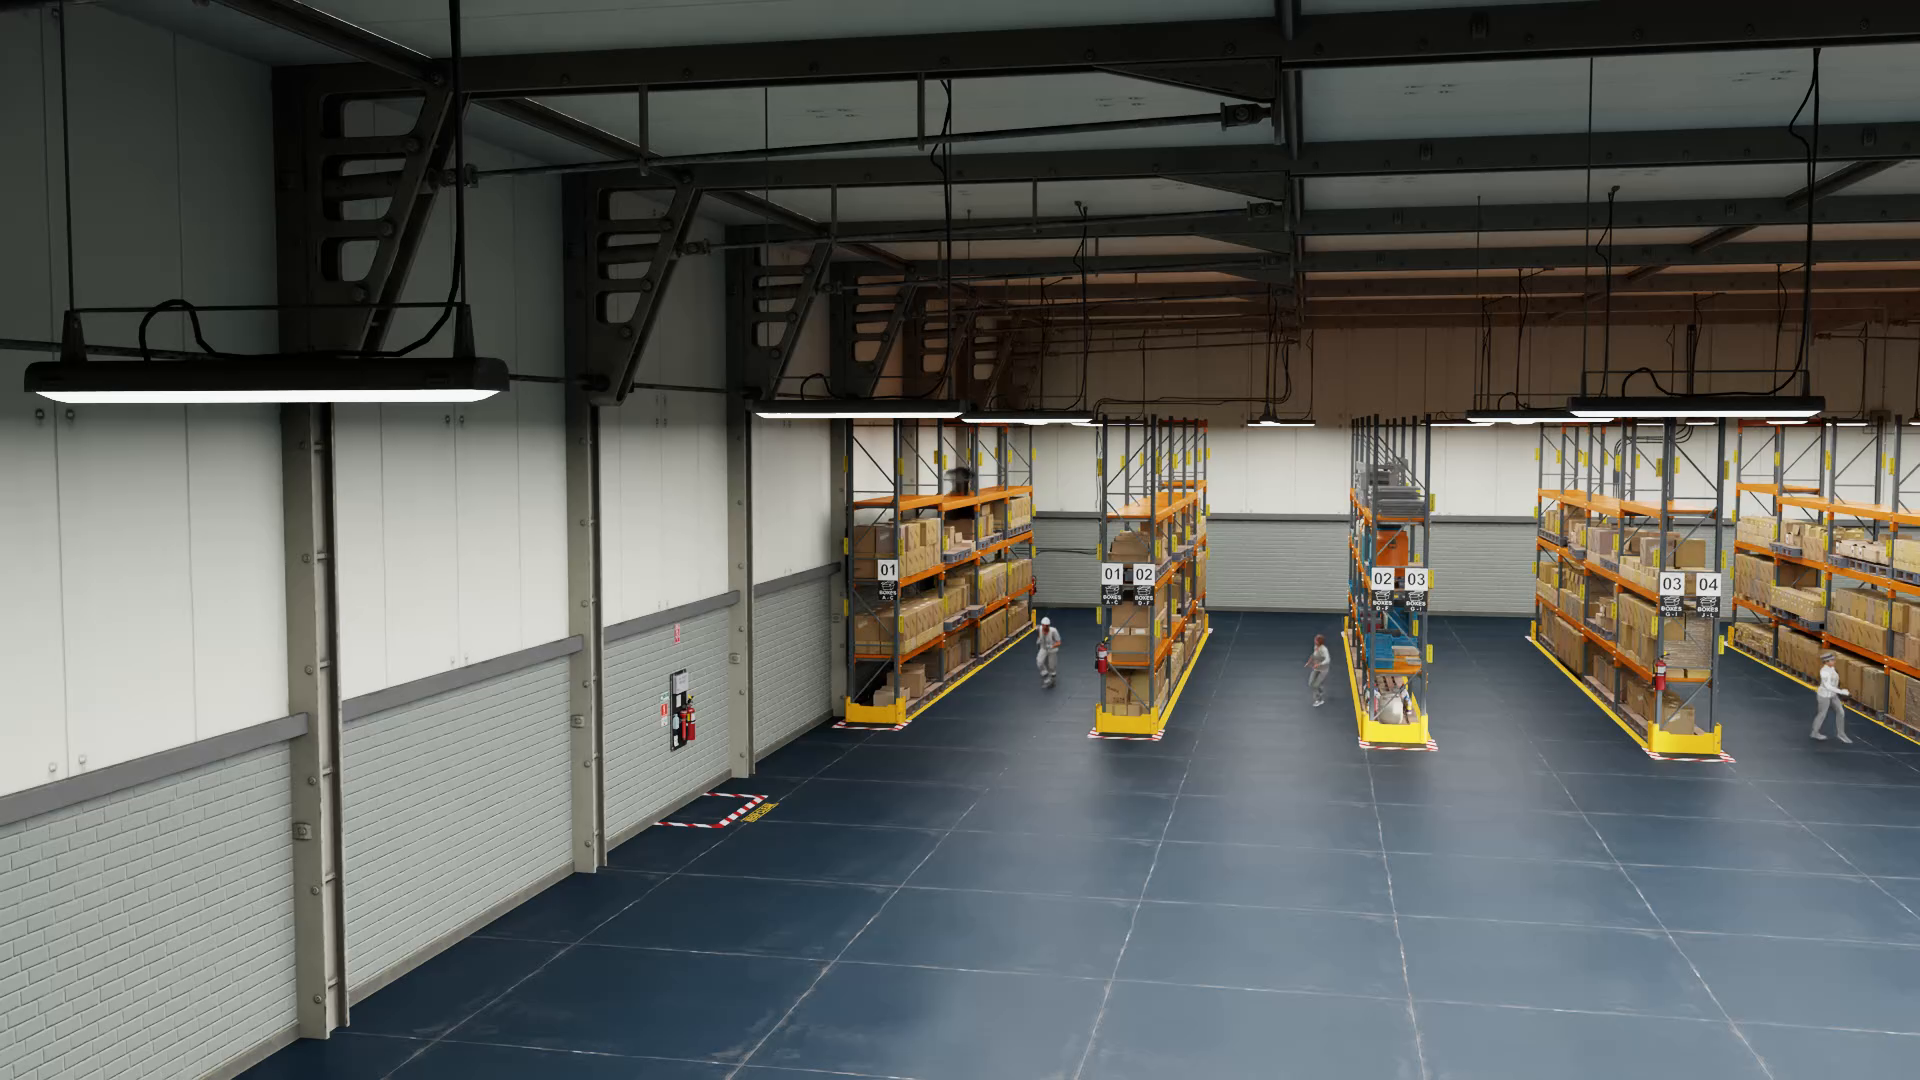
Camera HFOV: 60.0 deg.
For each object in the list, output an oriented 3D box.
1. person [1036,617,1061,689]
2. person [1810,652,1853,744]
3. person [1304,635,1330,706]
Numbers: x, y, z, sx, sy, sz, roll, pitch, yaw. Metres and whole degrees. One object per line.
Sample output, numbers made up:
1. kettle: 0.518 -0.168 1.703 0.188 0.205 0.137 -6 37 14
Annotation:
1. person: 1.963 2.453 36.690 0.695 1.583 1.122 1 4 21
2. person: 15.827 2.864 30.294 0.587 1.683 0.697 -3 5 -35
3. person: 7.466 2.697 34.463 0.515 1.512 0.630 -3 5 -38
